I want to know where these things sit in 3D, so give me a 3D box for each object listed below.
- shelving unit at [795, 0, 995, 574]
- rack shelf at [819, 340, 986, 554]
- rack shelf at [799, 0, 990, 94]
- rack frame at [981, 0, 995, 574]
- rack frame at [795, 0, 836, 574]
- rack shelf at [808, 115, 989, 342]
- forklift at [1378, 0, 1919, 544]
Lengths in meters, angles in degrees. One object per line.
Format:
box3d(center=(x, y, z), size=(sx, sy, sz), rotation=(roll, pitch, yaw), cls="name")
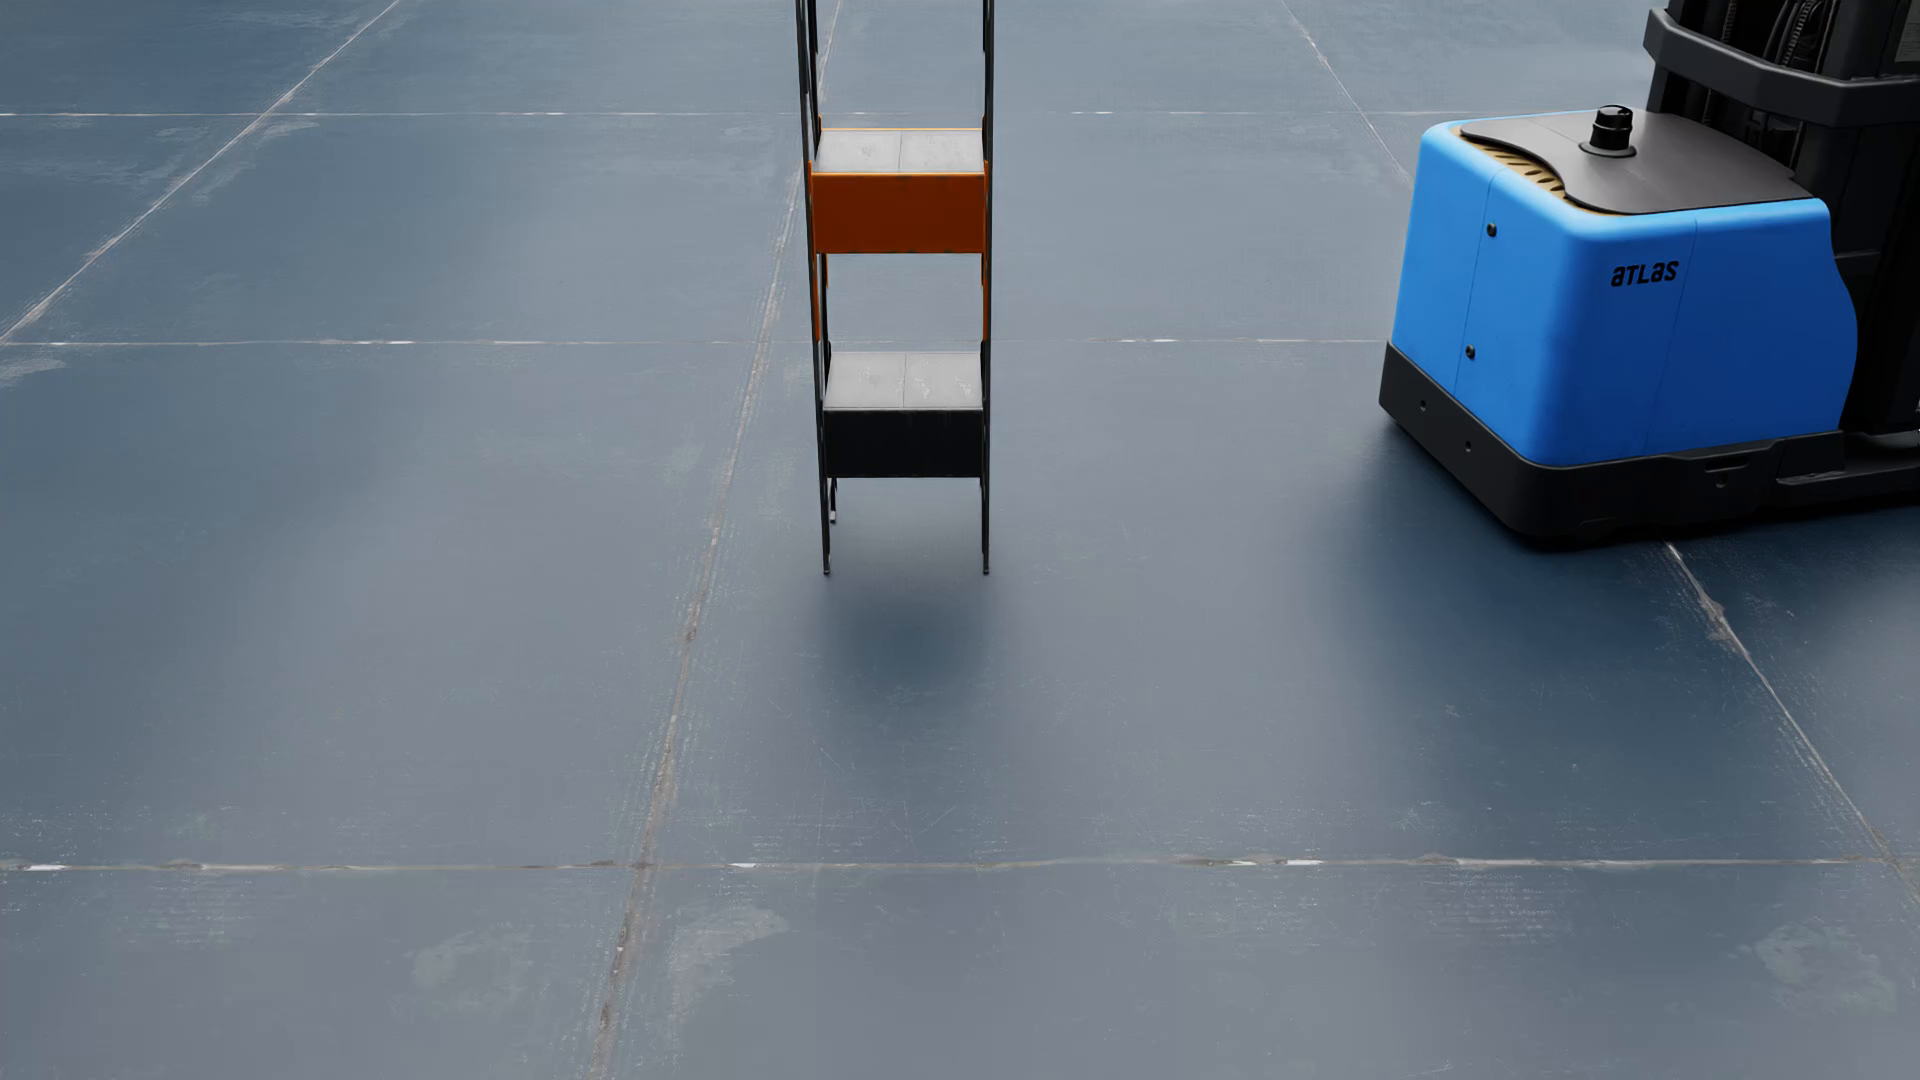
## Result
box3d(center=(-0.166, -0.897, 4.704), size=(0.503, 2.100, 0.431), rotation=(0, 31, 0), cls="shelving unit")
box3d(center=(-0.166, -0.287, 5.075), size=(0.480, 0.518, 0.431), rotation=(0, 31, 0), cls="rack shelf")
box3d(center=(-0.166, -1.484, 4.348), size=(0.480, 0.518, 0.431), rotation=(0, 31, 0), cls="rack shelf")
box3d(center=(0.078, -0.898, 4.706), size=(0.015, 2.100, 0.400), rotation=(0, 31, 0), cls="rack frame")
box3d(center=(-0.410, -0.896, 4.703), size=(0.015, 2.100, 0.400), rotation=(0, 31, 0), cls="rack frame")
box3d(center=(-0.166, -0.886, 4.712), size=(0.480, 0.518, 0.431), rotation=(0, 31, 0), cls="rack shelf")
box3d(center=(3.063, -1.647, 5.139), size=(3.031, 2.935, 1.130), rotation=(-8, 32, -12), cls="forklift")
